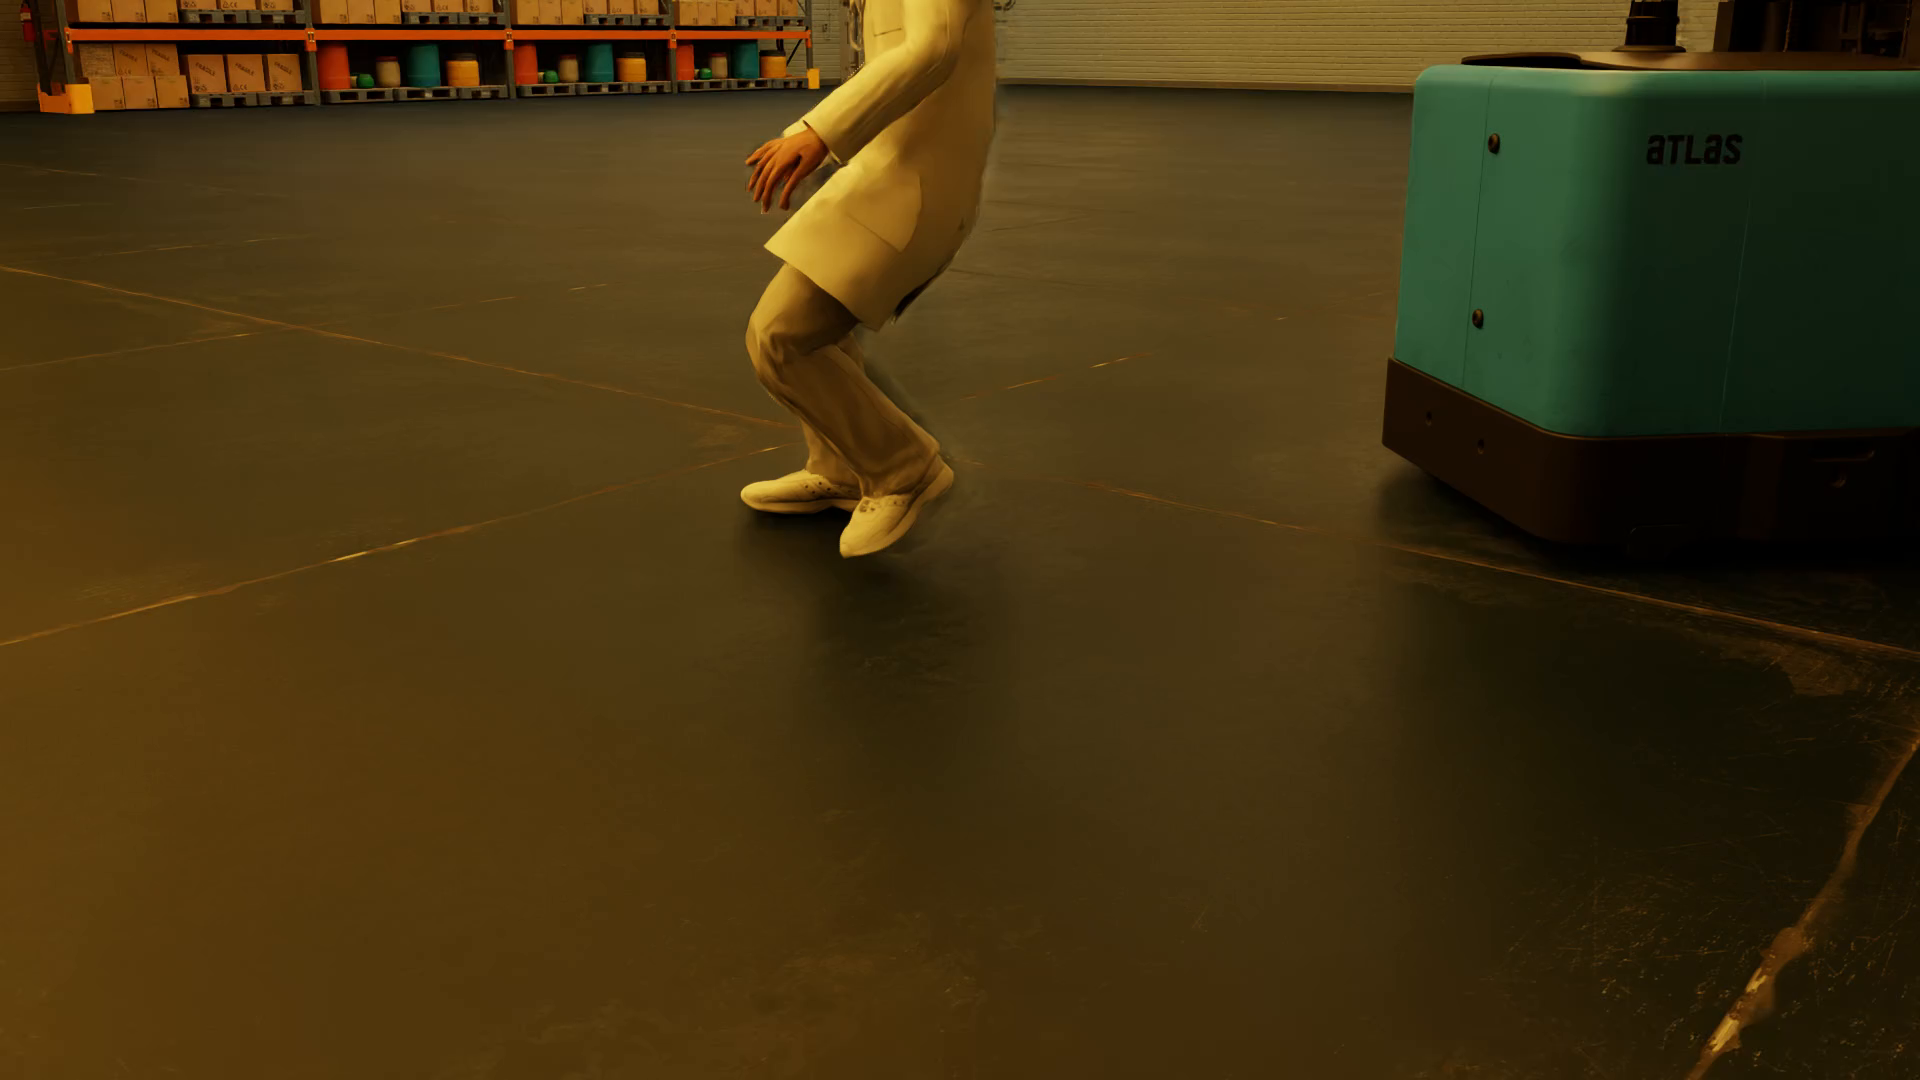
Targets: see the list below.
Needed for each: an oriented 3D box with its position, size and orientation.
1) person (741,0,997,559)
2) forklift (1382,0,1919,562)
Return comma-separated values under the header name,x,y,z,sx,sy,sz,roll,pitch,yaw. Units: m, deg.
name,x,y,z,sx,sy,sz,roll,pitch,yaw
person,-0.235,-0.783,3.678,0.628,1.646,0.844,0,17,1
forklift,2.717,-1.531,3.940,3.031,2.935,1.130,-2,17,-8
